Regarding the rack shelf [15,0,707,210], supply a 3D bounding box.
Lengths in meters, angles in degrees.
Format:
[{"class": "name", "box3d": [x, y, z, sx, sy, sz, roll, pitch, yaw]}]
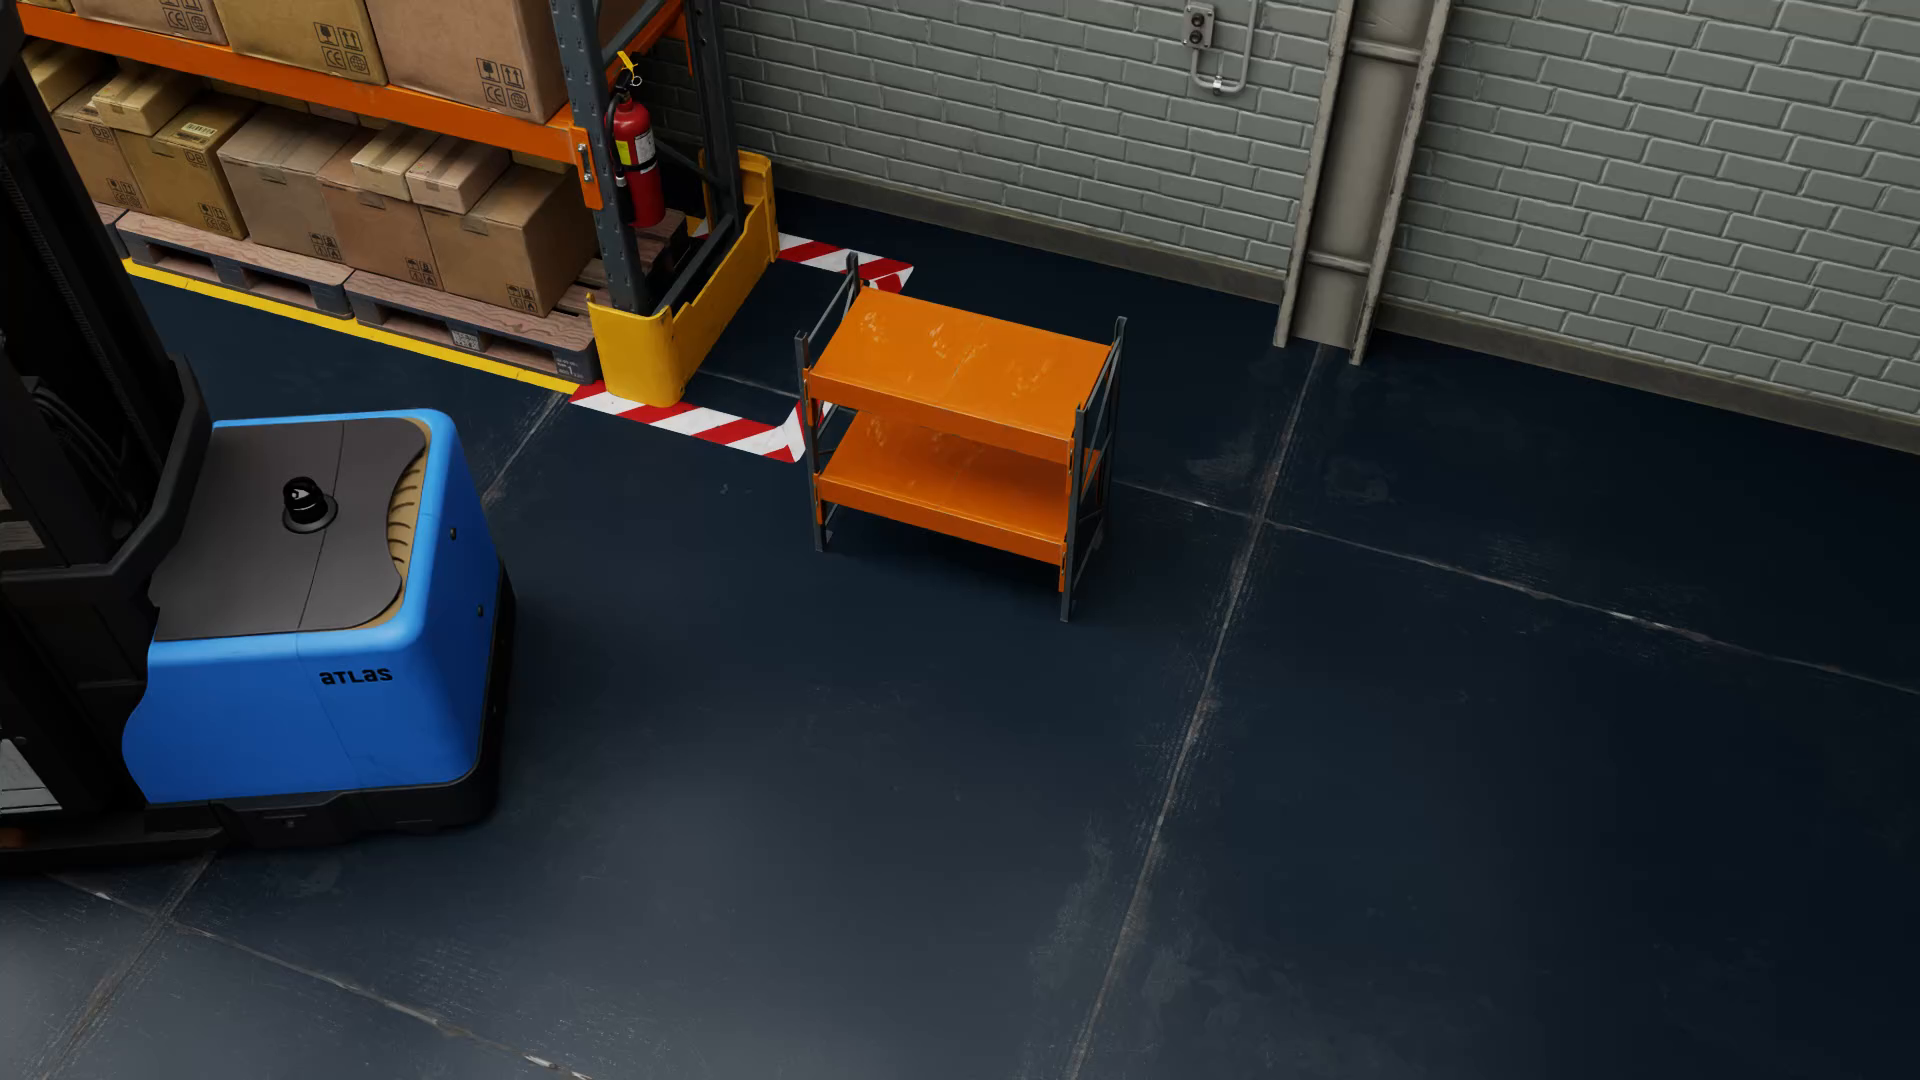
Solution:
[{"class": "rack shelf", "box3d": [-3.086, -2.286, 7.089, 4.000, 0.370, 1.077, 16, 51, 13]}]

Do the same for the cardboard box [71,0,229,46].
[{"class": "cardboard box", "box3d": [-3.090, -2.611, 6.696, 0.700, 0.700, 0.980, 13, 50, 11]}]

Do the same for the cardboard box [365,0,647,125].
[{"class": "cardboard box", "box3d": [-1.692, -2.222, 6.359, 0.700, 0.700, 0.980, 18, 51, 15]}]

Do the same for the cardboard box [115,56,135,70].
[{"class": "cardboard box", "box3d": [-3.621, -2.282, 7.556, 0.250, 0.149, 0.380, 14, 51, 12]}]

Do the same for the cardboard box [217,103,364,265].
[{"class": "cardboard box", "box3d": [-2.843, -1.691, 7.474, 0.500, 0.500, 0.700, 14, 51, 12]}]

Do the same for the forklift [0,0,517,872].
[{"class": "forklift", "box3d": [-3.153, -0.246, 4.890, 3.031, 2.935, 1.130, -4, 49, -3]}]

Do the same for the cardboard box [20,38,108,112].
[{"class": "cardboard box", "box3d": [-4.038, -2.089, 7.389, 0.250, 0.149, 0.380, 17, 51, 14]}]

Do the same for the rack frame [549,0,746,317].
[{"class": "rack frame", "box3d": [-1.210, -1.998, 6.363, 0.127, 3.000, 1.000, 16, 51, 13]}]

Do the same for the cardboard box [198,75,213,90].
[{"class": "cardboard box", "box3d": [-3.384, -2.215, 7.498, 0.250, 0.149, 0.380, 16, 51, 14]}]

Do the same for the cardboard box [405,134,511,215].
[{"class": "cardboard box", "box3d": [-2.085, -1.546, 6.918, 0.250, 0.149, 0.380, 15, 51, 13]}]

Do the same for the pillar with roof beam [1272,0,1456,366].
[{"class": "pillar with roof beam", "box3d": [0.131, -0.817, 1.370, 0.400, 9.000, 9.100, 16, 51, 13]}]

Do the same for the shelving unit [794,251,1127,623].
[{"class": "shelving unit", "box3d": [0.006, -0.367, 6.190, 1.048, 1.125, 0.538, 16, 51, 13]}]

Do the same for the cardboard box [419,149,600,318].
[{"class": "cardboard box", "box3d": [-1.901, -1.429, 7.246, 0.500, 0.500, 0.700, 16, 51, 13]}]

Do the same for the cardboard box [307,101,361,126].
[{"class": "cardboard box", "box3d": [-2.664, -2.015, 7.325, 0.250, 0.149, 0.380, 16, 51, 14]}]

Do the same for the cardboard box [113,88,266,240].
[{"class": "cardboard box", "box3d": [-3.345, -1.826, 7.590, 0.500, 0.500, 0.700, 17, 51, 14]}]

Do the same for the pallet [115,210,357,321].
[{"class": "pallet", "box3d": [-3.128, -1.559, 7.828, 1.213, 0.211, 1.003, 16, 51, 13]}]

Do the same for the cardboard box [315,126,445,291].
[{"class": "cardboard box", "box3d": [-2.371, -1.560, 7.360, 0.500, 0.500, 0.700, 15, 51, 13]}]

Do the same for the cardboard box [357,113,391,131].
[{"class": "cardboard box", "box3d": [-2.425, -1.948, 7.267, 0.250, 0.149, 0.380, 16, 51, 13]}]

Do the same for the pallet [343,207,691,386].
[{"class": "pallet", "box3d": [-1.987, -1.238, 7.550, 1.213, 0.211, 1.003, 16, 51, 13]}]

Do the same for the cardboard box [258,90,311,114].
[{"class": "cardboard box", "box3d": [-2.905, -2.081, 7.382, 0.250, 0.149, 0.380, 16, 51, 13]}]

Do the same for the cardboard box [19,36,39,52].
[{"class": "cardboard box", "box3d": [-4.296, -2.096, 7.824, 0.500, 0.500, 0.700, 16, 51, 14]}]

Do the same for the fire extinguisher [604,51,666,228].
[{"class": "fire extinguisher", "box3d": [-1.228, -1.484, 6.215, 0.183, 0.674, 0.296, 16, 51, 13]}]

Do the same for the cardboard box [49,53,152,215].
[{"class": "cardboard box", "box3d": [-3.826, -1.962, 7.708, 0.500, 0.500, 0.700, 15, 51, 13]}]

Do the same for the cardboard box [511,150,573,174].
[{"class": "cardboard box", "box3d": [-1.715, -1.750, 7.096, 0.250, 0.149, 0.380, 16, 51, 13]}]

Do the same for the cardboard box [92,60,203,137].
[{"class": "cardboard box", "box3d": [-3.548, -1.952, 7.271, 0.250, 0.149, 0.380, 14, 51, 12]}]

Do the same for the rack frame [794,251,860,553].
[{"class": "rack frame", "box3d": [-0.471, -0.500, 6.305, 0.032, 1.125, 0.500, 16, 51, 13]}]

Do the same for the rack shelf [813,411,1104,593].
[{"class": "rack shelf", "box3d": [0.006, -0.207, 6.375, 1.000, 0.278, 0.538, 16, 51, 13]}]

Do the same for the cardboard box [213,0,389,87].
[{"class": "cardboard box", "box3d": [-2.378, -2.405, 6.518, 0.700, 0.700, 0.980, 15, 51, 13]}]

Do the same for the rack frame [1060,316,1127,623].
[{"class": "rack frame", "box3d": [0.483, -0.234, 6.075, 0.032, 1.125, 0.500, 16, 51, 13]}]

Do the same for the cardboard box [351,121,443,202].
[{"class": "cardboard box", "box3d": [-2.325, -1.612, 6.976, 0.250, 0.149, 0.380, 17, 51, 14]}]

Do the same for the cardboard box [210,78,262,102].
[{"class": "cardboard box", "box3d": [-3.142, -2.148, 7.440, 0.250, 0.149, 0.380, 15, 51, 12]}]

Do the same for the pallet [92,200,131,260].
[{"class": "pallet", "box3d": [-4.276, -1.877, 8.104, 1.213, 0.211, 1.003, 16, 51, 13]}]

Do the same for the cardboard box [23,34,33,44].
[{"class": "cardboard box", "box3d": [-4.363, -2.487, 7.734, 0.250, 0.149, 0.380, 15, 51, 13]}]

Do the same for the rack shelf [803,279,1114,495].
[{"class": "rack shelf", "box3d": [0.006, -0.558, 5.969, 1.000, 0.278, 0.538, 16, 51, 13]}]

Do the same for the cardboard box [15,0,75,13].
[{"class": "cardboard box", "box3d": [-3.776, -2.795, 6.855, 0.700, 0.700, 0.980, 14, 51, 12]}]

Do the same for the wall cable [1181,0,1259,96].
[{"class": "wall cable", "box3d": [0.319, -2.666, 6.270, 1.851, 1.984, 0.084, 16, 51, 13]}]

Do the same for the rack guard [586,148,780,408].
[{"class": "rack guard", "box3d": [-1.187, -1.173, 7.302, 0.348, 0.500, 1.175, 16, 51, 13]}]
